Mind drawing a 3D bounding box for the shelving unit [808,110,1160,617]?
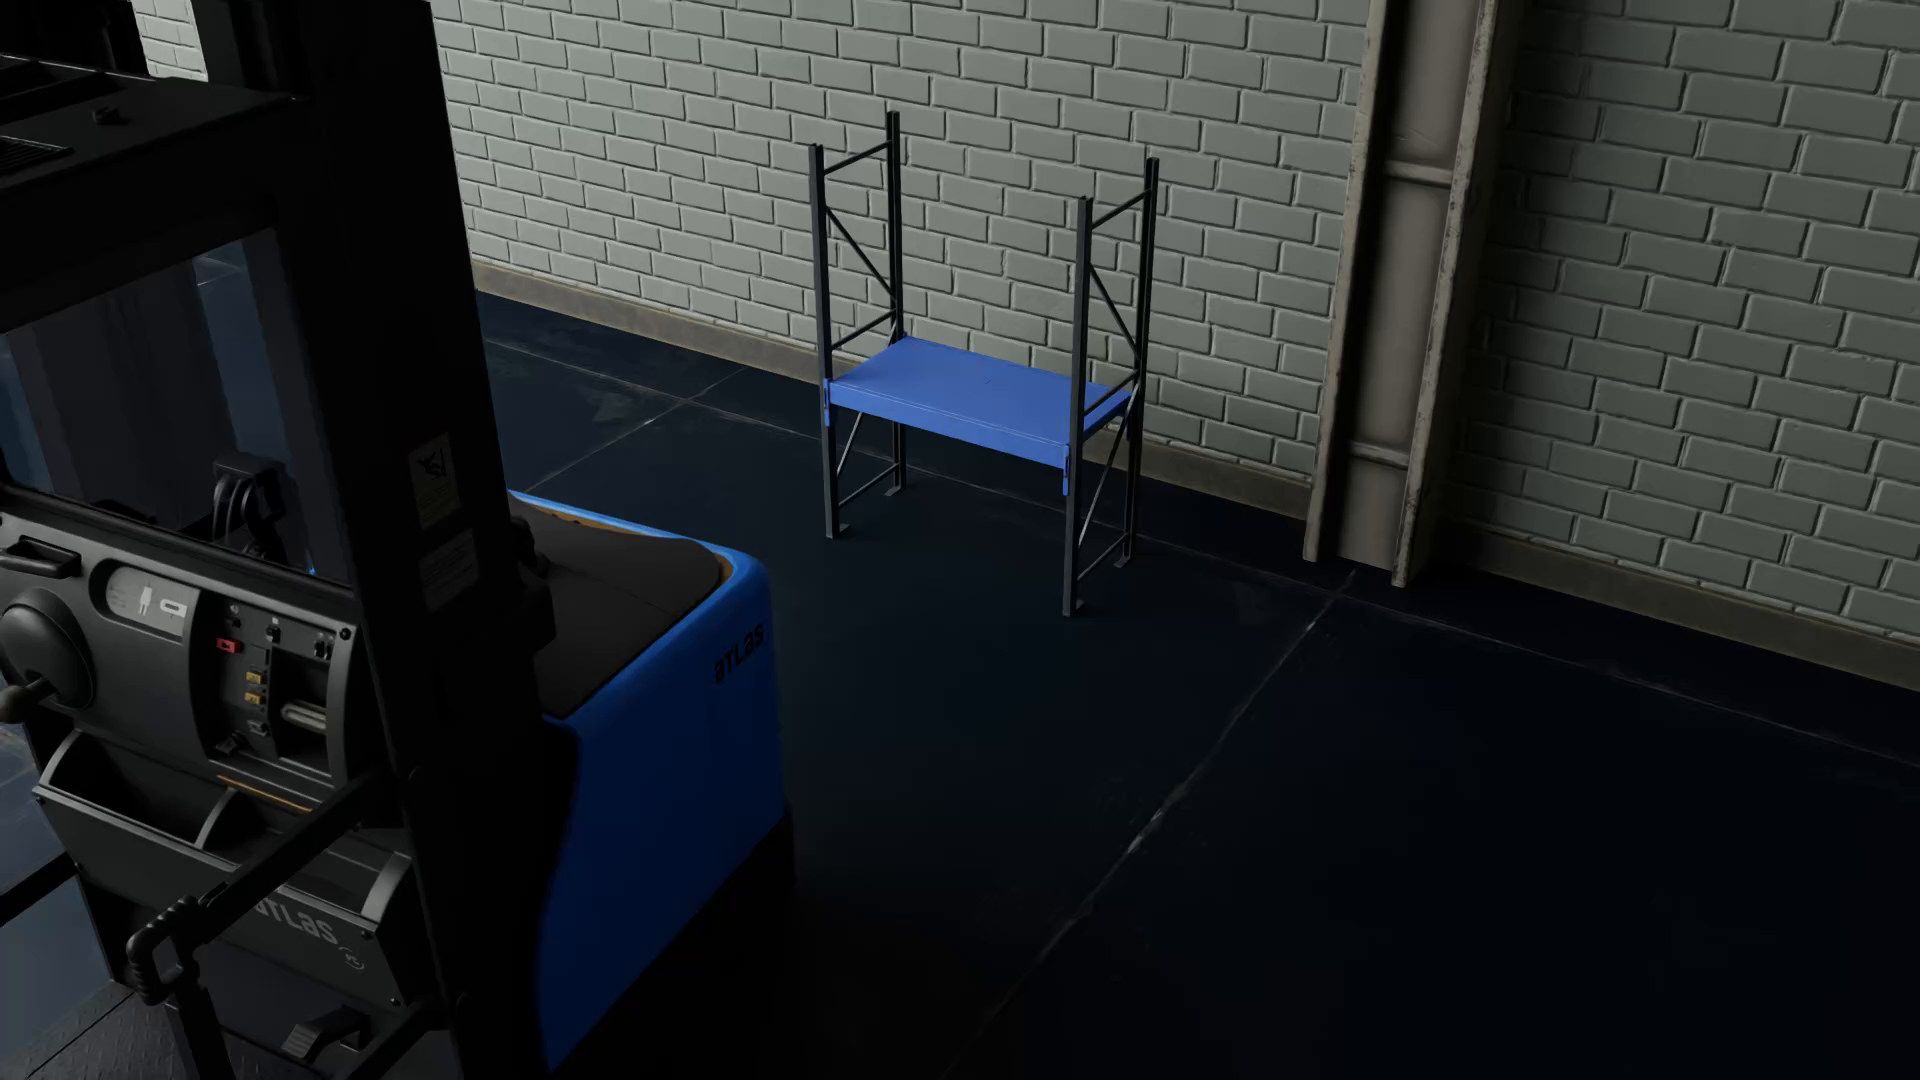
[{"bbox_3d":[0.072,-0.625,5.833,1.048,1.500,0.538,18,35,27],"label":"shelving unit"}]

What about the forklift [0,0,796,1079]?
[{"bbox_3d":[-1.553,0.261,2.894,1.130,2.935,3.031,14,33,23],"label":"forklift"}]

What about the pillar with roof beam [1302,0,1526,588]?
[{"bbox_3d":[-0.779,-1.994,0.737,0.400,9.000,9.100,18,35,27],"label":"pillar with roof beam"}]

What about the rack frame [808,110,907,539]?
[{"bbox_3d":[-0.358,-0.761,6.066,0.032,1.500,0.500,18,35,27],"label":"rack frame"}]

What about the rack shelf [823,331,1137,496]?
[{"bbox_3d":[0.072,-0.470,5.924,1.000,0.185,0.538,18,35,27],"label":"rack shelf"}]

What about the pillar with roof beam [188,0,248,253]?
[{"bbox_3d":[-5.861,-3.601,3.492,0.400,9.000,9.100,18,35,27],"label":"pillar with roof beam"}]

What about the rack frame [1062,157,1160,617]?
[{"bbox_3d":[0.503,-0.489,5.599,0.032,1.500,0.500,18,35,27],"label":"rack frame"}]
